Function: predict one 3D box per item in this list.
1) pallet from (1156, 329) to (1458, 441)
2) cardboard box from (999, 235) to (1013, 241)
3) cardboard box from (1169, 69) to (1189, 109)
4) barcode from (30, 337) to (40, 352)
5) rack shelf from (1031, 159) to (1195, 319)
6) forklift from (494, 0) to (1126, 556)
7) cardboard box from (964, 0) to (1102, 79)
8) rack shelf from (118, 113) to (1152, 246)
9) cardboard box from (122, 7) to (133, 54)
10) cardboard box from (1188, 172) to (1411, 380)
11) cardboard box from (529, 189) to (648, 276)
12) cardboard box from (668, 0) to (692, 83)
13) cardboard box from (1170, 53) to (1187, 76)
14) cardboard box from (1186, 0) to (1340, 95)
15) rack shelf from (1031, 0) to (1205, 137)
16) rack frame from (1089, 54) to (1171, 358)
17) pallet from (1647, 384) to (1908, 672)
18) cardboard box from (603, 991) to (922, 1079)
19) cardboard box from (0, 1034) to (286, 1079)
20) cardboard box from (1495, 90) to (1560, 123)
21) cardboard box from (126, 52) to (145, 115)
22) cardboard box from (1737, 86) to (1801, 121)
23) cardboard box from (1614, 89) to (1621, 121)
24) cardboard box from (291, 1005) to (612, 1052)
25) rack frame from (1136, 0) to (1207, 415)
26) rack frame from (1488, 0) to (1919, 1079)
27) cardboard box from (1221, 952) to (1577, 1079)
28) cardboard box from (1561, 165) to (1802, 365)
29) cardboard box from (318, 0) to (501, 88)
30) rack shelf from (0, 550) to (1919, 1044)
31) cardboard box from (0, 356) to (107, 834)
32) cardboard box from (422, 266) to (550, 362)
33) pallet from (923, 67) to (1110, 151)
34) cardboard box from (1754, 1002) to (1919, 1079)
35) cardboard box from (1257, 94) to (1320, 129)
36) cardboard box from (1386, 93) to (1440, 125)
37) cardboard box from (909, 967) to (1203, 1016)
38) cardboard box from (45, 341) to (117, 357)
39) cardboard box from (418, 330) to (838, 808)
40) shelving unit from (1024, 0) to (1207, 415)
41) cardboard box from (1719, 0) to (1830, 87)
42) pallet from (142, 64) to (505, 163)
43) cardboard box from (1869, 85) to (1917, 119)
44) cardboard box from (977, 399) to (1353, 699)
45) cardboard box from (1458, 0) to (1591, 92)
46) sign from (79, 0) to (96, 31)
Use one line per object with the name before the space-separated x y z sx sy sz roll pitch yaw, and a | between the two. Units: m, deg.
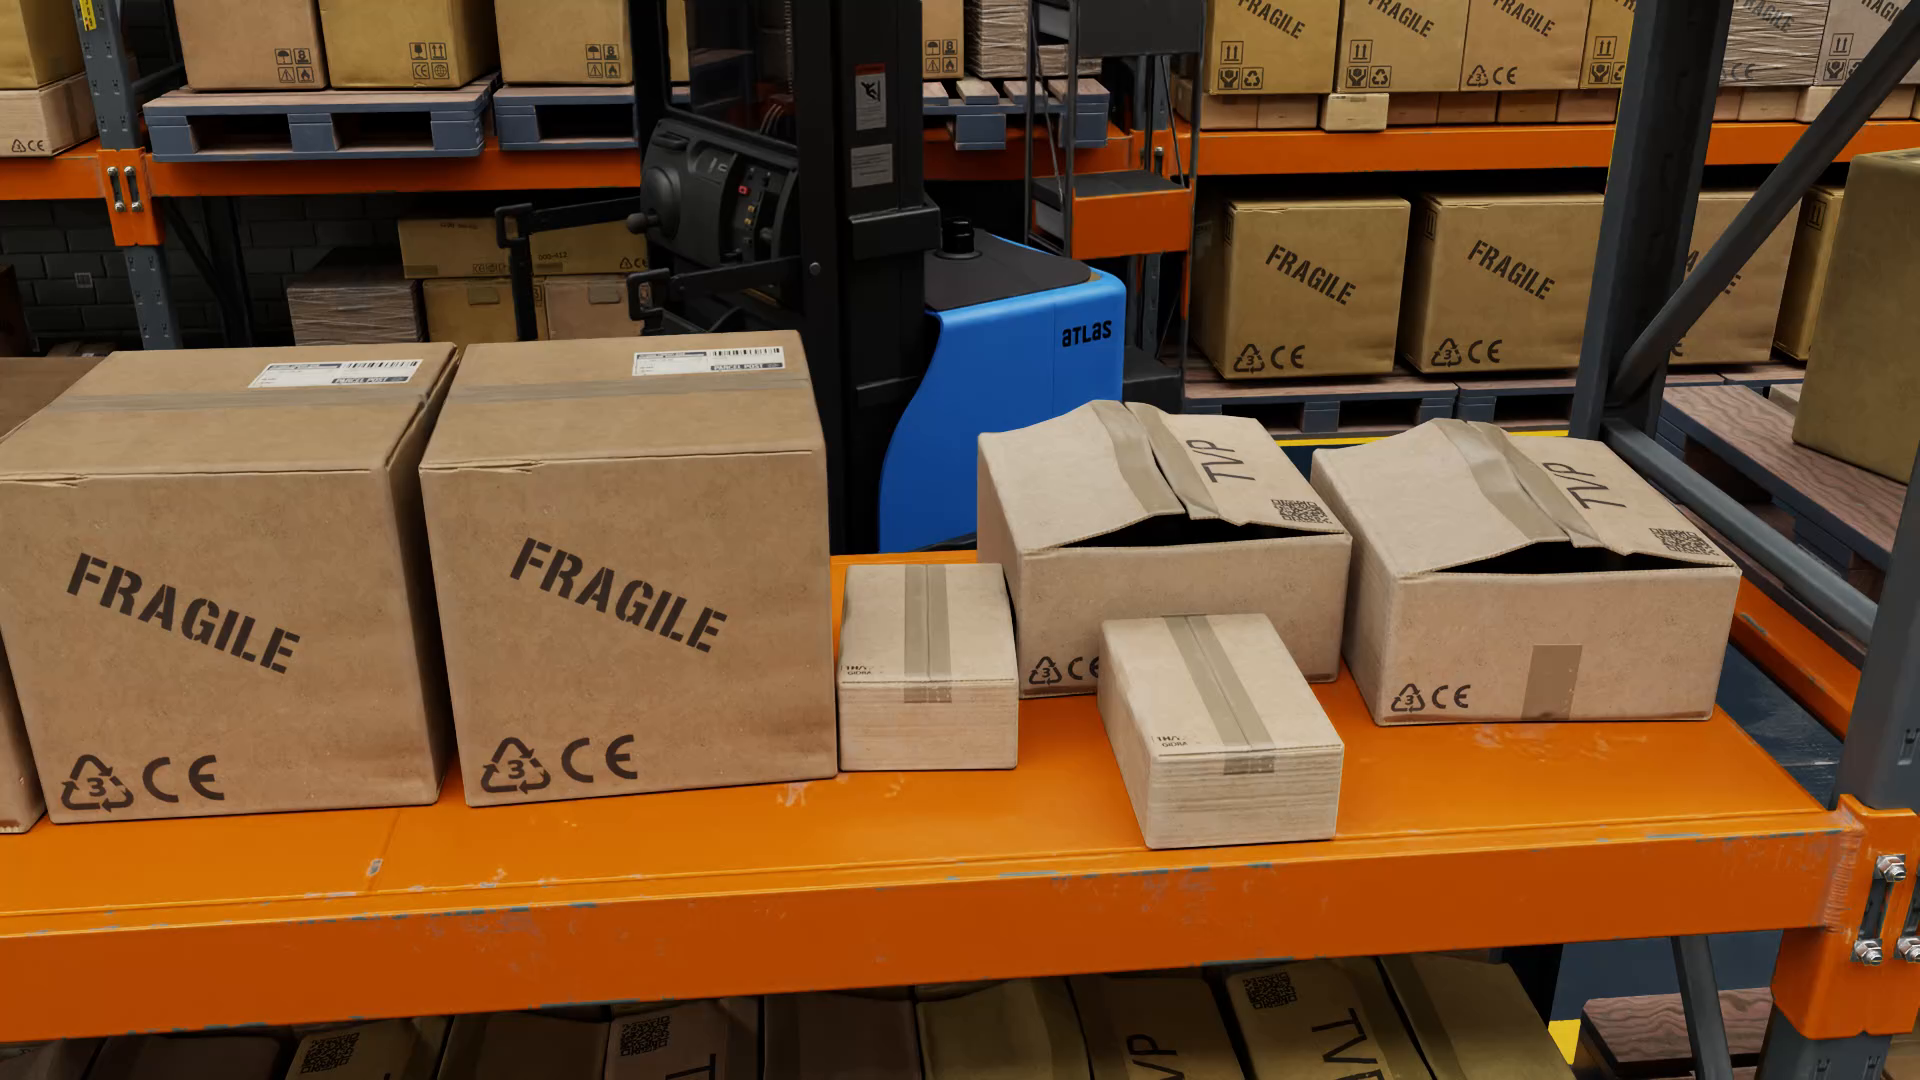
pallet | 1.516 -0.738 7.649 1.213 0.211 1.003 -2 24 -5
cardboard box | 0.013 -1.020 7.387 0.500 0.500 0.700 -2 24 -4
cardboard box | 1.023 -2.022 7.390 0.250 0.149 0.380 -2 24 -4
barcode | -4.132 -0.869 7.393 0.075 0.075 0.001 -2 24 -5
rack shelf | 0.547 -1.102 6.179 0.480 0.518 0.431 -9 25 -19
forklift | -0.921 -1.057 5.020 3.031 2.935 1.130 -16 29 -32
cardboard box | 0.257 -2.235 6.920 0.500 0.500 0.700 -5 24 -11
rack shelf | -1.266 -1.602 7.047 4.000 0.370 1.077 -2 24 -5
cardboard box | -3.745 -2.200 6.743 0.500 0.500 0.500 -3 24 -6
cardboard box | 1.469 -1.197 7.379 0.750 0.750 0.750 -3 24 -6
cardboard box | -1.571 -1.330 7.162 0.500 0.250 0.500 -3 24 -7
cardboard box | -0.981 -2.176 6.788 0.500 0.500 0.700 -2 24 -5
cardboard box | 1.168 -2.327 7.278 0.500 0.500 0.500 -2 24 -5
cardboard box | 1.232 -2.117 6.807 0.500 0.500 0.500 -2 24 -4
rack shelf | 0.547 -1.742 5.894 0.480 0.518 0.431 -9 25 -19
rack frame | 0.724 -2.011 7.081 0.127 3.000 1.000 -2 24 -5
pallet | 1.882 0.024 2.740 1.003 0.211 1.213 -2 24 -5
cardboard box | -0.302 0.963 2.569 0.500 0.311 0.500 -2 24 -5
cardboard box | -1.317 1.005 2.475 0.500 0.311 0.500 -3 24 -7
cardboard box | 2.352 -1.887 7.088 0.250 0.149 0.380 -2 24 -4
cardboard box | -3.746 -1.860 6.901 0.500 0.250 0.500 -2 24 -5
cardboard box | 3.378 -1.908 7.134 0.250 0.149 0.380 -2 24 -5
cardboard box | 2.862 -1.898 7.112 0.250 0.149 0.380 -2 24 -3
cardboard box | -0.877 0.766 3.010 0.500 0.311 0.500 -3 24 -6
rack frame | 0.775 -1.150 6.251 0.015 2.100 0.400 -9 25 -19
rack frame | 1.214 -0.009 2.576 0.127 3.000 1.000 -2 24 -5
cardboard box | 0.717 0.920 2.665 0.500 0.311 0.500 -2 24 -4
cardboard box | 3.186 -1.265 7.532 0.750 0.750 0.750 -2 24 -4
cardboard box | -2.190 -2.124 6.670 0.500 0.500 0.700 0 24 0
rack shelf | -0.776 0.400 2.543 4.000 0.370 1.077 -2 24 -5
cardboard box | -1.476 0.060 2.298 0.500 0.500 0.500 -1 24 -1
cardboard box | -2.017 -0.987 7.313 0.500 0.500 0.700 -3 24 -6
pallet | 0.025 -1.852 6.959 1.003 0.211 1.213 -2 24 -5
cardboard box | 1.696 1.030 2.776 0.500 0.500 0.500 -1 24 -3
cardboard box | 1.326 -1.831 6.961 0.250 0.149 0.380 -2 24 -4
cardboard box | 1.837 -1.867 7.043 0.250 0.149 0.380 -3 24 -6
cardboard box | 0.142 0.726 3.101 0.500 0.311 0.500 -3 24 -6
cardboard box | -3.786 -0.724 7.132 0.250 0.166 0.380 -5 25 -12
cardboard box | -0.454 0.019 2.391 0.500 0.500 0.500 -4 24 -8
shelving unit | 0.547 -1.115 6.173 0.503 2.100 0.431 -9 25 -19
cardboard box | 3.262 -2.200 6.992 0.500 0.500 0.500 -2 24 -5
pallet | -2.482 -1.735 6.697 1.213 0.211 1.003 -2 24 -5
cardboard box | 3.885 -1.925 7.173 0.250 0.149 0.380 -2 24 -3
cardboard box | 0.305 -0.011 2.690 0.500 0.311 0.500 -3 24 -6
cardboard box | 2.248 -2.154 6.889 0.500 0.500 0.500 -2 24 -5
sign | -3.196 -2.028 6.053 0.005 0.325 0.100 -2 24 -5
